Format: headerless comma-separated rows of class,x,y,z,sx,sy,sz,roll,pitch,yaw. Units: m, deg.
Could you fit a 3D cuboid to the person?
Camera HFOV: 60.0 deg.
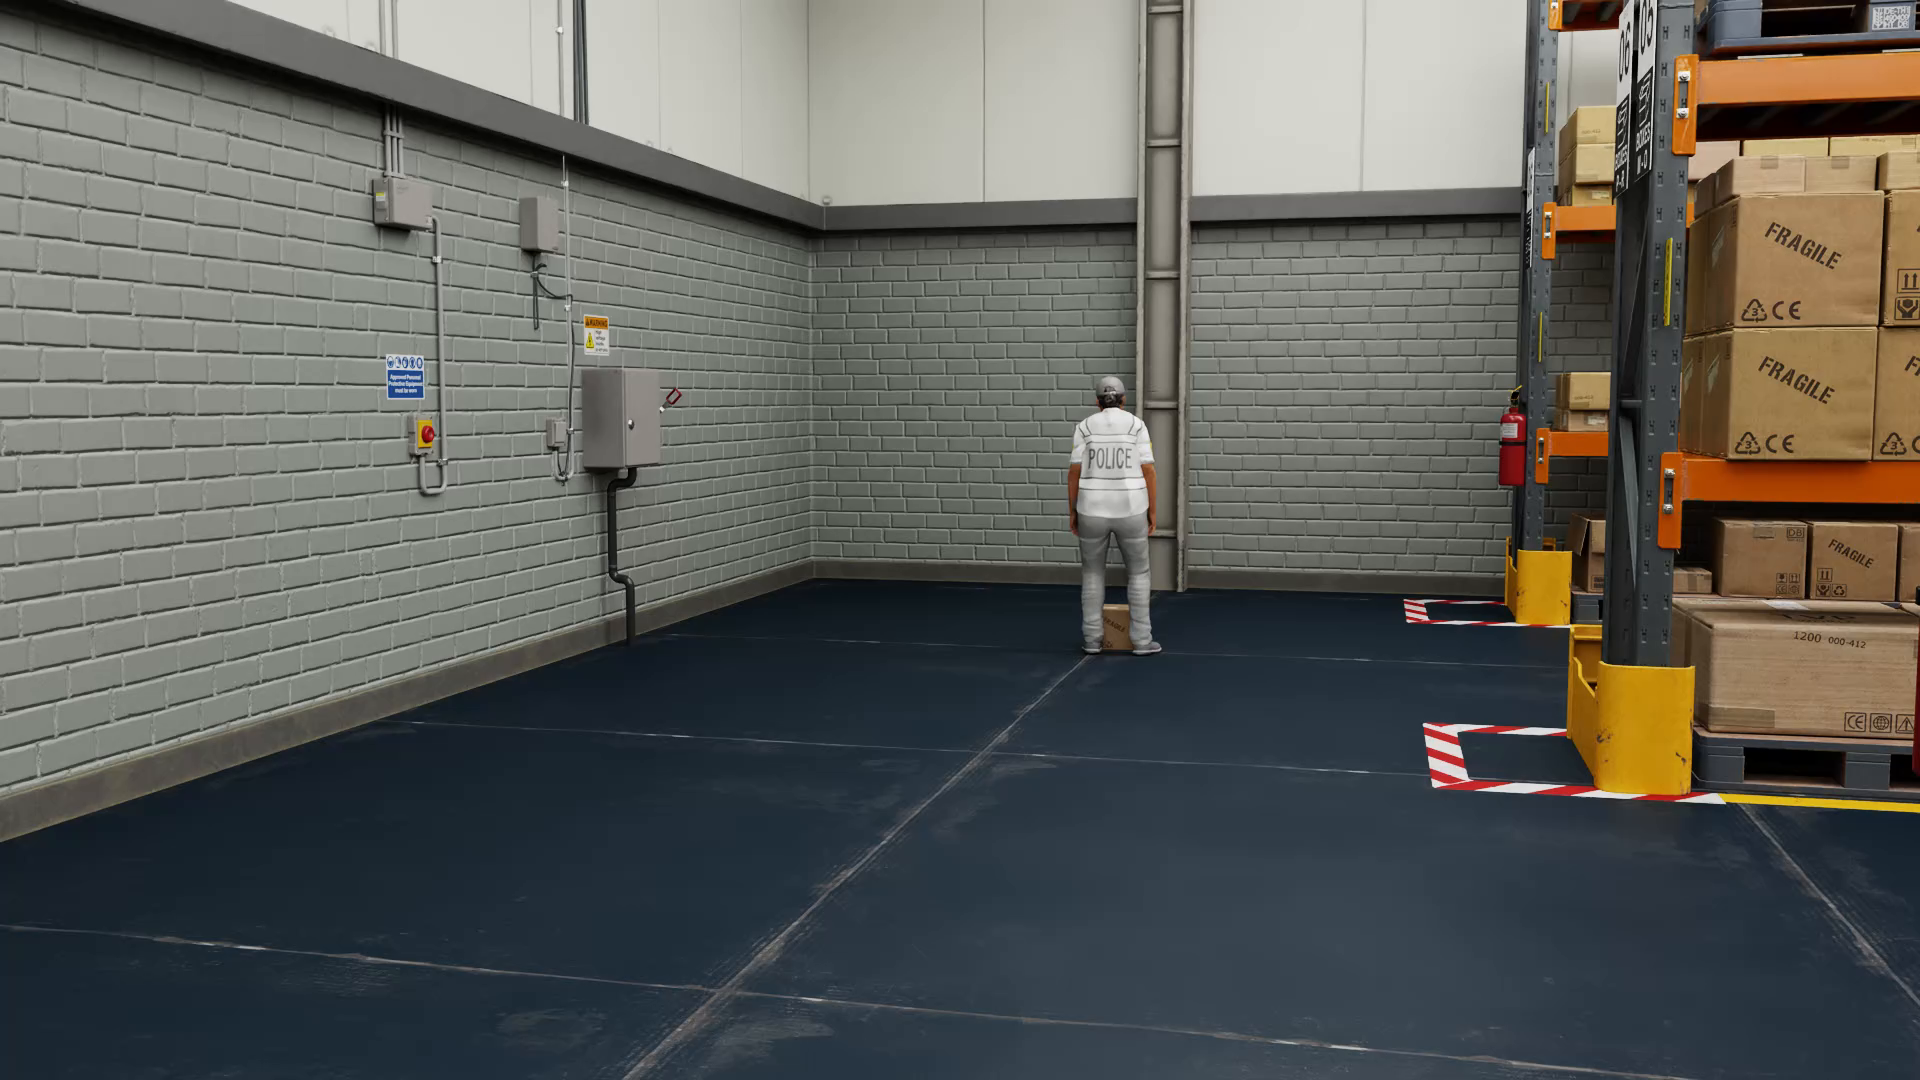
person,0.930,-0.149,9.967,0.561,1.665,0.470,1,5,10
